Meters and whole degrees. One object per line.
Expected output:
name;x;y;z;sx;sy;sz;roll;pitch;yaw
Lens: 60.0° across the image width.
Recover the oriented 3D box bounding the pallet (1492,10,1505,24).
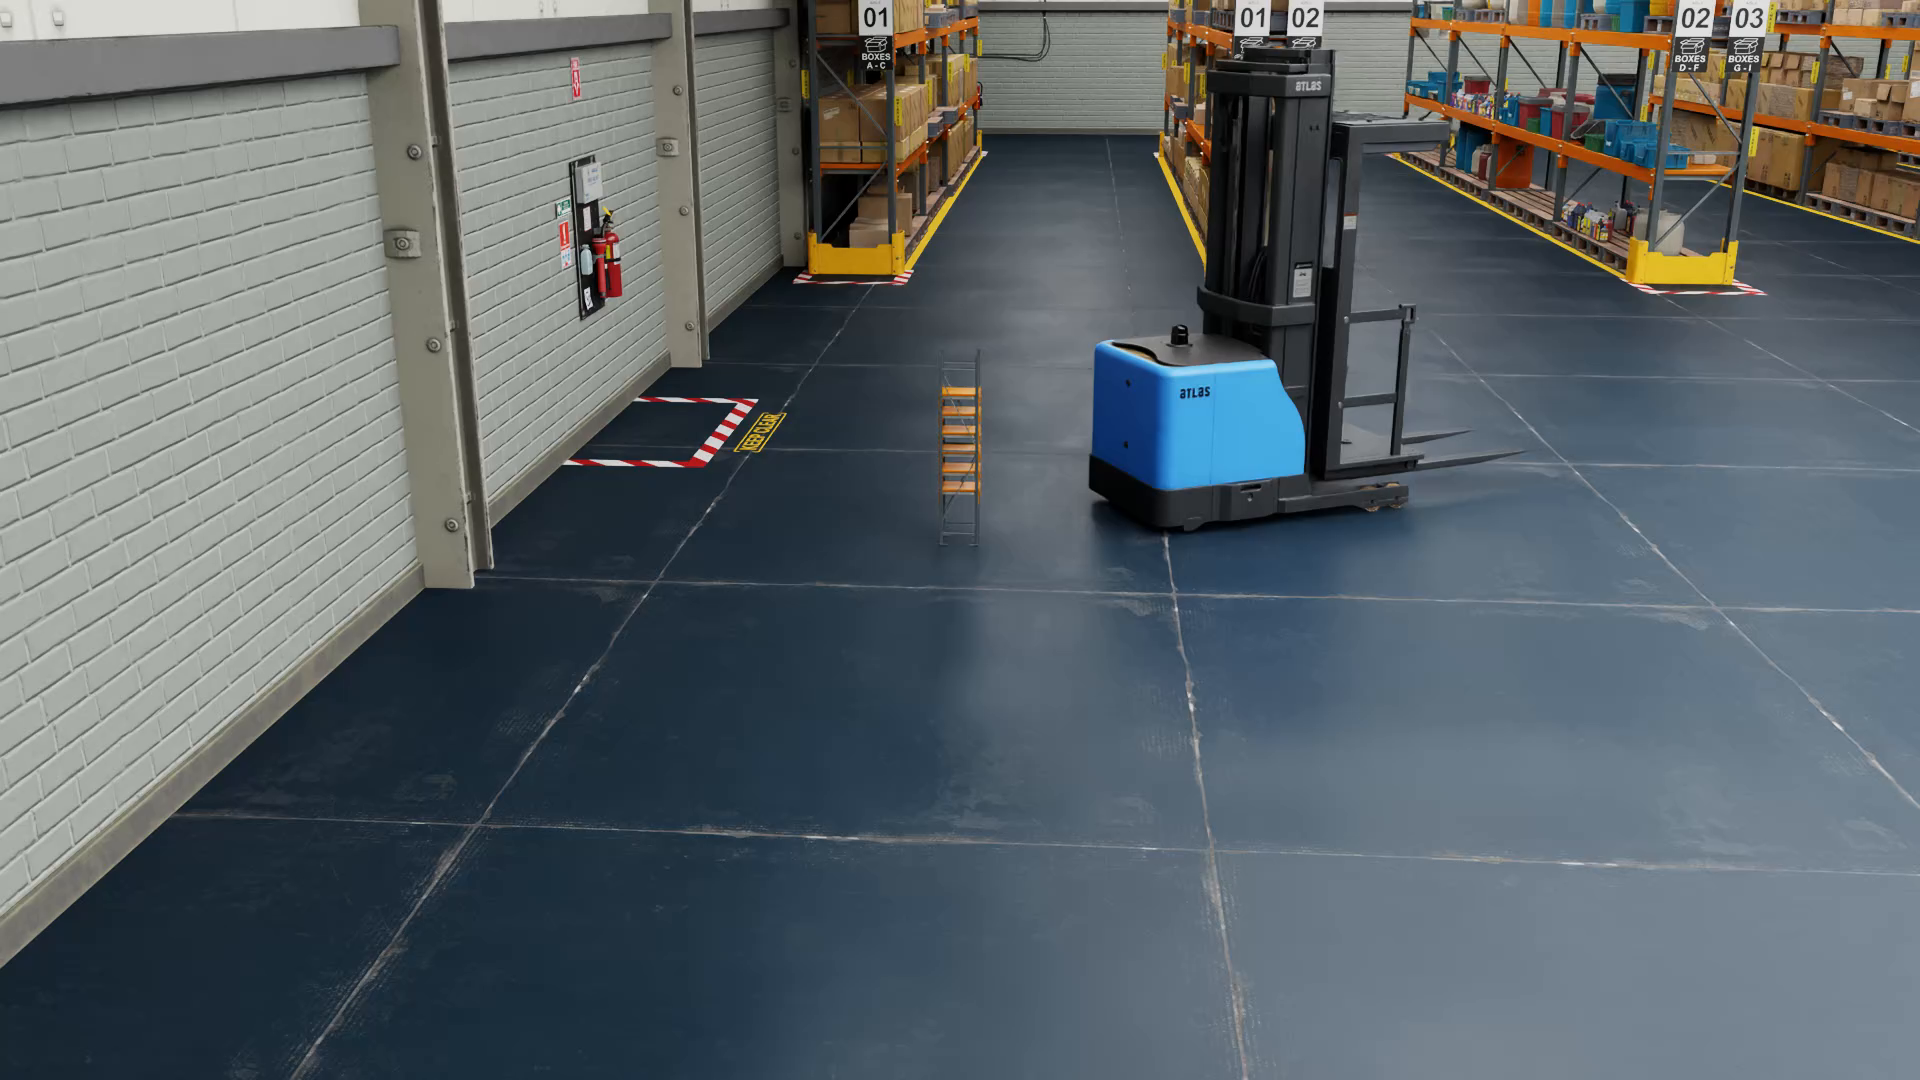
pallet;9.328;-8.536;27.141;1.003;0.211;1.213;1;18;4

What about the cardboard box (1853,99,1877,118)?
cardboard box;13.767;-6.467;24.908;0.500;0.250;0.500;1;18;2

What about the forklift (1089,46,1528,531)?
forklift;2.441;-1.725;10.979;3.031;2.935;1.130;-7;20;-21

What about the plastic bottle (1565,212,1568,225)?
plastic bottle;8.415;-4.449;22.971;0.097;0.201;0.097;0;18;0

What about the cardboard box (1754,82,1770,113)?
cardboard box;14.049;-7.695;28.929;0.500;0.500;0.500;1;18;3

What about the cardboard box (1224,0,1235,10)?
cardboard box;3.482;-6.575;20.197;0.500;0.250;0.500;1;18;4

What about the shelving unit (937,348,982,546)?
shelving unit;-0.001;-0.566;10.222;0.258;1.200;0.189;1;18;4

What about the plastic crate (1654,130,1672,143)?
plastic crate;9.081;-5.302;22.025;0.499;0.251;0.616;1;18;4

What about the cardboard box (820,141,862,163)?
cardboard box;-1.439;-4.789;20.429;0.500;0.250;0.500;2;18;5

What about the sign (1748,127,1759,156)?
sign;9.151;-4.598;19.193;0.100;0.325;0.005;1;18;4

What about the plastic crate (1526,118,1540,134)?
plastic crate;8.733;-6.169;24.772;0.450;0.188;0.662;1;18;4

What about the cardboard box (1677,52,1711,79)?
cardboard box;14.319;-9.306;32.564;0.500;0.500;0.500;1;18;2

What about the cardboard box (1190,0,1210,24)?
cardboard box;4.233;-8.685;27.135;0.910;0.500;0.500;1;18;4

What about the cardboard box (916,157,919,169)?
cardboard box;-0.894;-5.848;25.558;0.500;0.250;0.500;1;18;2

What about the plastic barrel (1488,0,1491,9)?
plastic barrel;9.600;-9.633;29.211;0.600;0.588;0.600;0;18;0

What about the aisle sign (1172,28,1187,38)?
aisle sign;4.521;-10.824;34.464;0.394;0.787;0.004;1;18;4

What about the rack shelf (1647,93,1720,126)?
rack shelf;14.546;-8.376;32.322;1.077;0.370;4.000;1;18;4

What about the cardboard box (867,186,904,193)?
cardboard box;-1.027;-4.641;23.078;0.500;0.500;0.500;0;18;0

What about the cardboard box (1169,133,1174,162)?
cardboard box;4.280;-7.523;31.873;0.500;0.500;0.500;1;18;4

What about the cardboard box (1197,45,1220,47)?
cardboard box;4.984;-9.621;33.202;0.500;0.500;0.500;2;18;5

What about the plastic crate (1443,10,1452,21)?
plastic crate;9.192;-9.670;30.640;0.450;0.188;0.662;1;18;4

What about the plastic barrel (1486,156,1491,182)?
plastic barrel;9.145;-6.312;28.189;0.421;0.512;0.421;0;18;0

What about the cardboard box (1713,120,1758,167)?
cardboard box;14.377;-7.087;29.972;1.225;0.875;0.875;1;18;4

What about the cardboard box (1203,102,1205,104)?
cardboard box;4.166;-6.922;26.873;0.500;0.311;0.500;2;18;7

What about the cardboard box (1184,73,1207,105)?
cardboard box;4.168;-7.521;27.725;0.700;0.500;0.500;-5;19;-15

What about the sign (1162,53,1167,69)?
sign;4.268;-9.984;34.686;0.100;0.325;0.005;1;18;4

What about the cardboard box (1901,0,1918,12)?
cardboard box;13.864;-7.710;24.020;0.380;0.166;0.250;1;18;2

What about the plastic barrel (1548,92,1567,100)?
plastic barrel;9.315;-6.693;25.853;0.421;0.512;0.421;0;18;0

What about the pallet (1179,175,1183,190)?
pallet;4.417;-6.360;29.494;1.003;0.211;1.213;1;18;4

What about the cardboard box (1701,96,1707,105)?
cardboard box;14.135;-8.239;31.152;0.380;0.149;0.250;1;18;3

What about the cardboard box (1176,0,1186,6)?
cardboard box;4.286;-10.067;30.951;0.500;0.250;0.500;1;18;4

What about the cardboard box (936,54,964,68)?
cardboard box;-0.197;-8.832;30.685;0.500;0.250;0.500;2;18;5

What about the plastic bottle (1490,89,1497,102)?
plastic bottle;9.579;-7.894;29.776;0.144;0.351;0.185;1;18;4

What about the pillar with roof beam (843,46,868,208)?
pillar with roof beam;2.632;-9.556;25.135;9.100;9.000;0.400;1;18;4

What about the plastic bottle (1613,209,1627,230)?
plastic bottle;8.967;-4.366;22.599;0.152;0.276;0.135;1;18;4

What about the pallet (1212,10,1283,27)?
pallet;3.914;-6.952;22.147;1.003;0.211;1.213;1;18;4

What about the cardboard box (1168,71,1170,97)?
cardboard box;4.444;-9.160;33.401;0.500;0.500;0.500;1;18;4

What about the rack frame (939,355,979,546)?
rack frame;-0.008;-0.537;10.136;0.240;1.200;0.006;1;18;4

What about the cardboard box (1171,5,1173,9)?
cardboard box;4.436;-10.451;32.924;0.500;0.250;0.500;1;18;4

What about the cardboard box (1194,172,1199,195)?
cardboard box;3.723;-5.287;24.582;0.500;0.311;0.500;2;18;5

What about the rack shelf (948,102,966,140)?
rack shelf;-0.562;-7.465;29.543;1.077;0.370;4.000;1;18;4

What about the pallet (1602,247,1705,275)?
pallet;8.625;-3.432;20.557;1.003;0.211;1.213;1;18;4

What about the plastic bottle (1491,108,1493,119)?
plastic bottle;8.806;-7.041;27.412;0.097;0.201;0.097;0;18;0

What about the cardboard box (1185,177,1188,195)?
cardboard box;3.870;-5.657;26.611;0.500;0.250;0.500;1;18;2

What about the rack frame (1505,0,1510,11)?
rack frame;9.176;-9.815;25.926;1.000;3.000;0.127;1;18;4

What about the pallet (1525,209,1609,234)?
pallet;8.907;-4.642;24.250;1.003;0.211;1.213;1;18;4

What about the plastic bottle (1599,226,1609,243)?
plastic bottle;8.297;-3.939;21.415;0.097;0.201;0.097;0;18;0

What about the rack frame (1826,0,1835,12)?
rack frame;14.116;-9.705;25.589;1.000;3.000;0.127;1;18;4

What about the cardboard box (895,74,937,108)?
cardboard box;-0.729;-7.296;27.005;0.700;0.500;0.500;-1;18;-3

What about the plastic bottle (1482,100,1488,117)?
plastic bottle;8.850;-7.267;27.989;0.097;0.271;0.097;0;18;0

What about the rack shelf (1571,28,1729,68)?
rack shelf;8.746;-6.185;20.818;1.077;0.370;4.000;1;18;4

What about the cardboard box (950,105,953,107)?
cardboard box;-0.321;-7.332;28.352;0.380;0.149;0.250;2;18;6

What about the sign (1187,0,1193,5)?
sign;3.695;-8.760;26.693;0.100;0.325;0.005;1;18;4

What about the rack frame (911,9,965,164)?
rack frame;-0.419;-8.428;31.327;1.000;3.000;0.127;1;18;4

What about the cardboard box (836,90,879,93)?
cardboard box;-1.342;-5.620;21.761;0.500;0.500;0.500;2;18;5

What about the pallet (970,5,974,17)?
pallet;-0.260;-10.443;32.801;1.003;0.211;1.213;1;18;4
